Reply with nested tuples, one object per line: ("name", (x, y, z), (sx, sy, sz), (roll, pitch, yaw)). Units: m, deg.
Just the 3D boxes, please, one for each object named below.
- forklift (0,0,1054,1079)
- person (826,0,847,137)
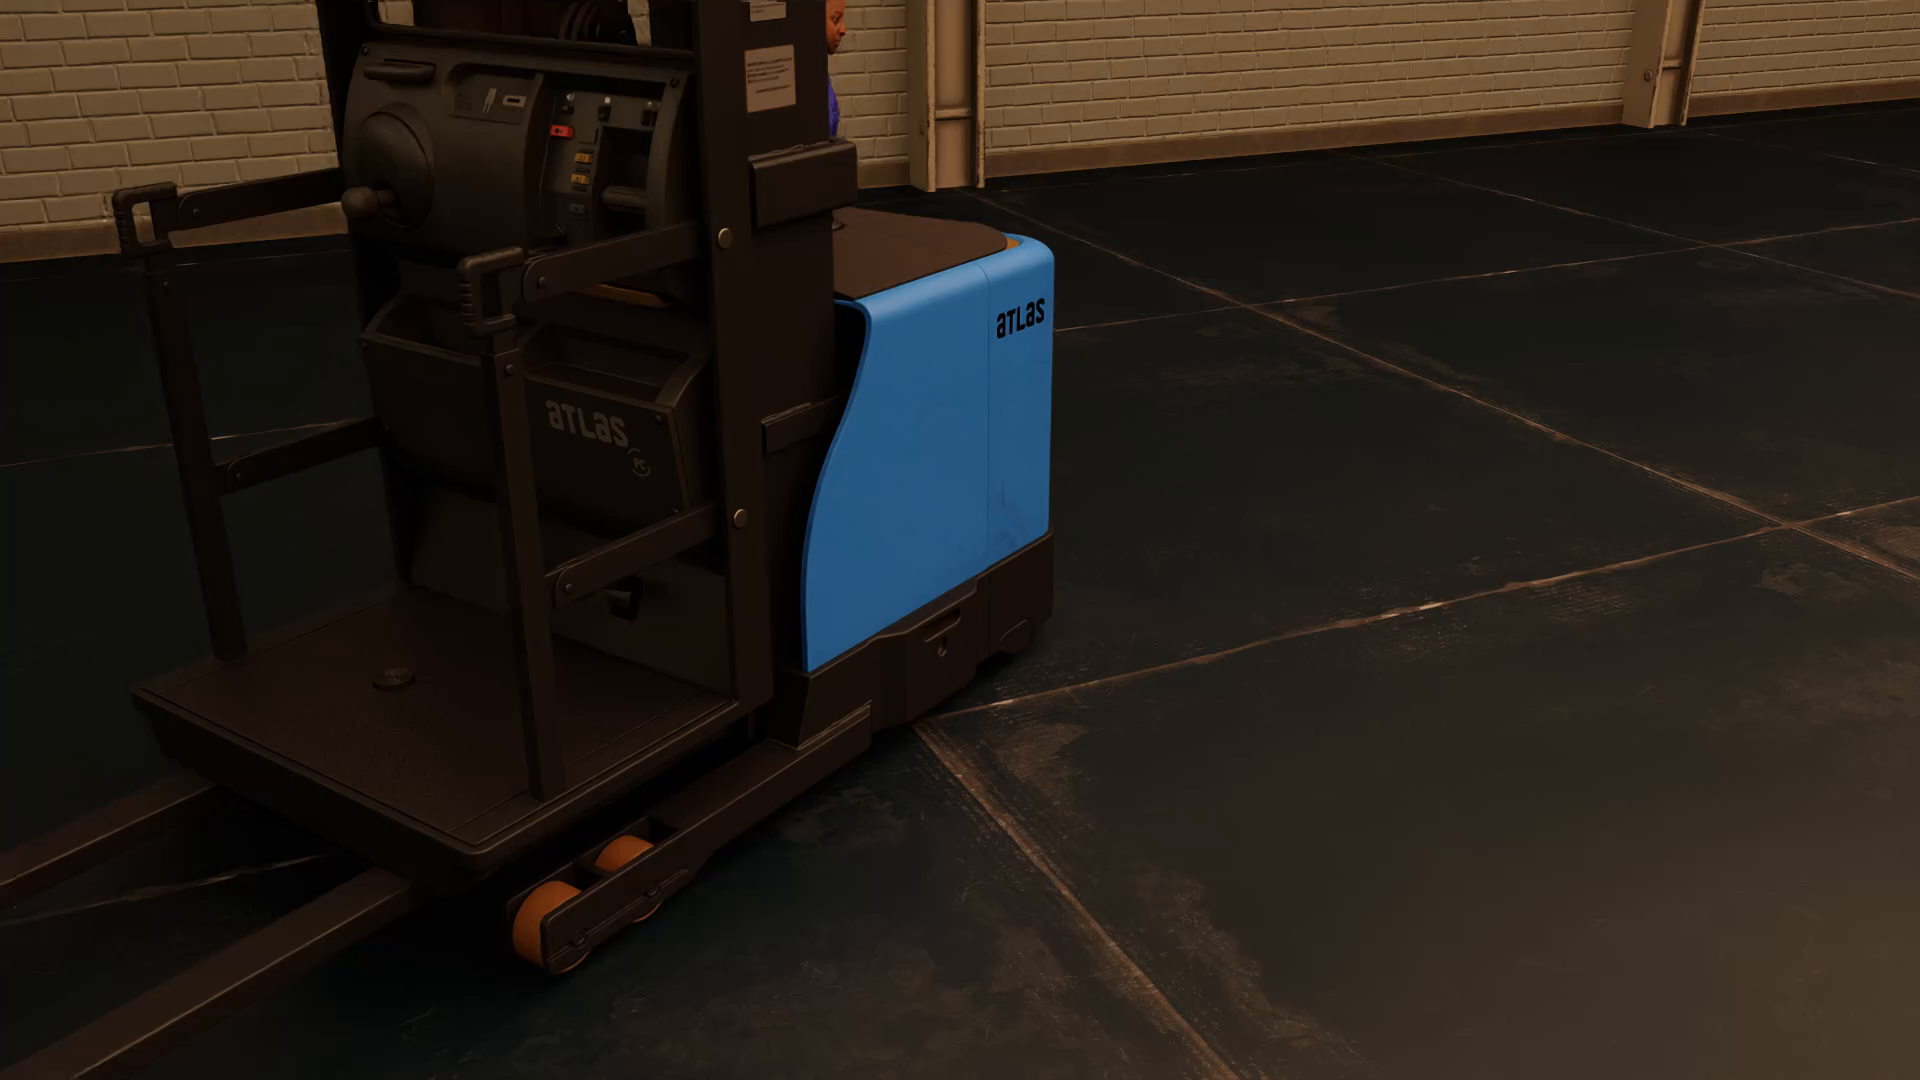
("forklift", (-1.007, -0.747, 3.085), (1.130, 2.935, 3.031), (15, 27, 32))
("person", (-0.550, -1.020, 5.475), (0.391, 1.628, 0.801), (11, 25, 25))
